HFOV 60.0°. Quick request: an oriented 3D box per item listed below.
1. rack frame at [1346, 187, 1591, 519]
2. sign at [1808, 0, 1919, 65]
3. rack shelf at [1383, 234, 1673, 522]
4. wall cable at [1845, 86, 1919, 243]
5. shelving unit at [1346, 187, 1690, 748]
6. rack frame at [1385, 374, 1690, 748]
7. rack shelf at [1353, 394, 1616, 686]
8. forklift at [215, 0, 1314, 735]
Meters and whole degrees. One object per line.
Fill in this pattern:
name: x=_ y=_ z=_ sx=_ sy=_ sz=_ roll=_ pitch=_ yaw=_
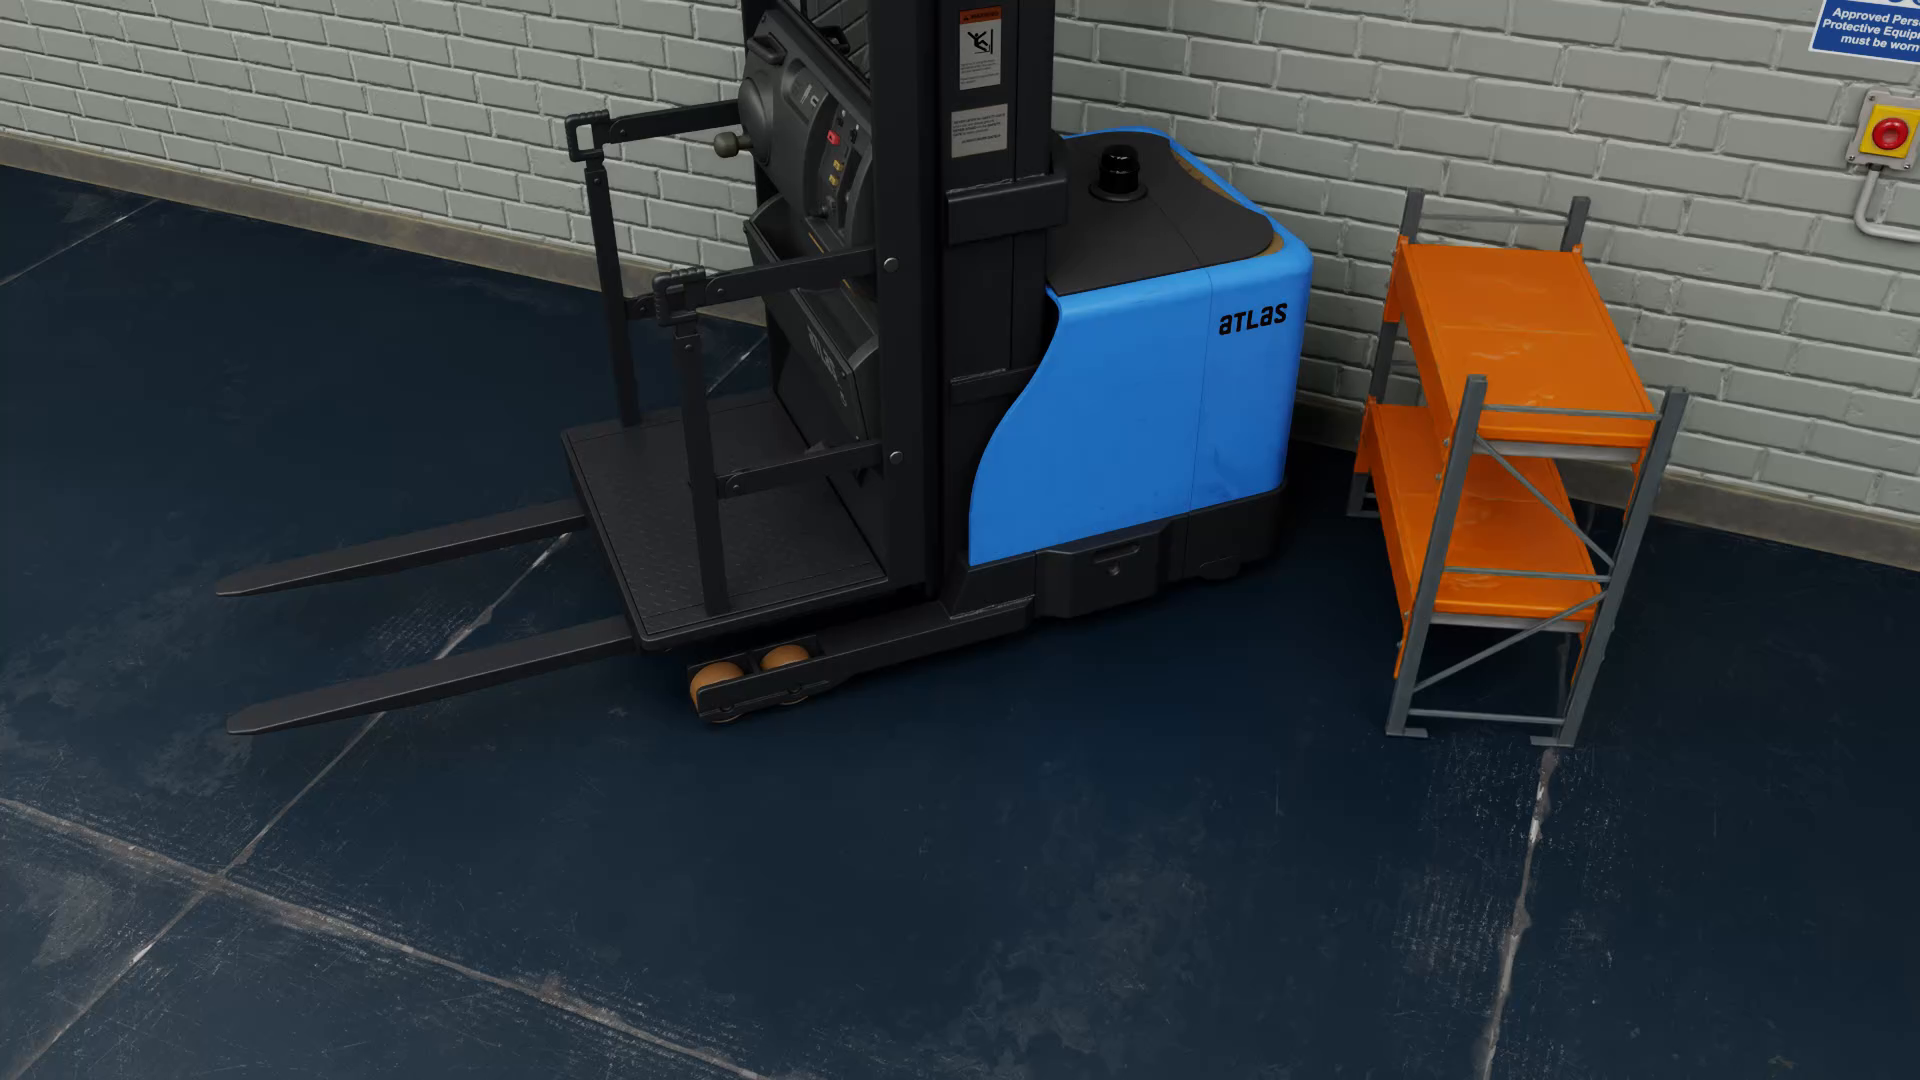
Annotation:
rack frame: x=1.501 y=-0.519 z=4.996 sx=0.500 sy=1.125 sz=0.032 roll=4 pitch=37 yaw=3
sign: x=2.422 y=-1.360 z=4.339 sx=0.327 sy=0.218 sz=0.001 roll=14 pitch=39 yaw=18
rack shelf: x=1.466 y=-0.450 z=4.415 sx=0.538 sy=0.278 sz=1.000 roll=4 pitch=37 yaw=3
wall cable: x=2.443 y=-1.627 z=4.046 sx=0.585 sy=1.953 sz=0.123 roll=14 pitch=39 yaw=18
shelving unit: x=1.461 y=-0.216 z=4.590 sx=0.538 sy=1.125 sz=1.048 roll=4 pitch=37 yaw=3
rack frame: x=1.420 y=0.088 z=4.184 sx=0.500 sy=1.125 sz=0.032 roll=4 pitch=37 yaw=3
rack shelf: x=1.456 y=-0.020 z=4.737 sx=0.538 sy=0.278 sz=1.000 roll=4 pitch=37 yaw=3
forklift: x=-0.584 y=-1.031 z=4.182 sx=3.031 sy=2.935 sz=1.130 roll=-14 pitch=39 yaw=-18
